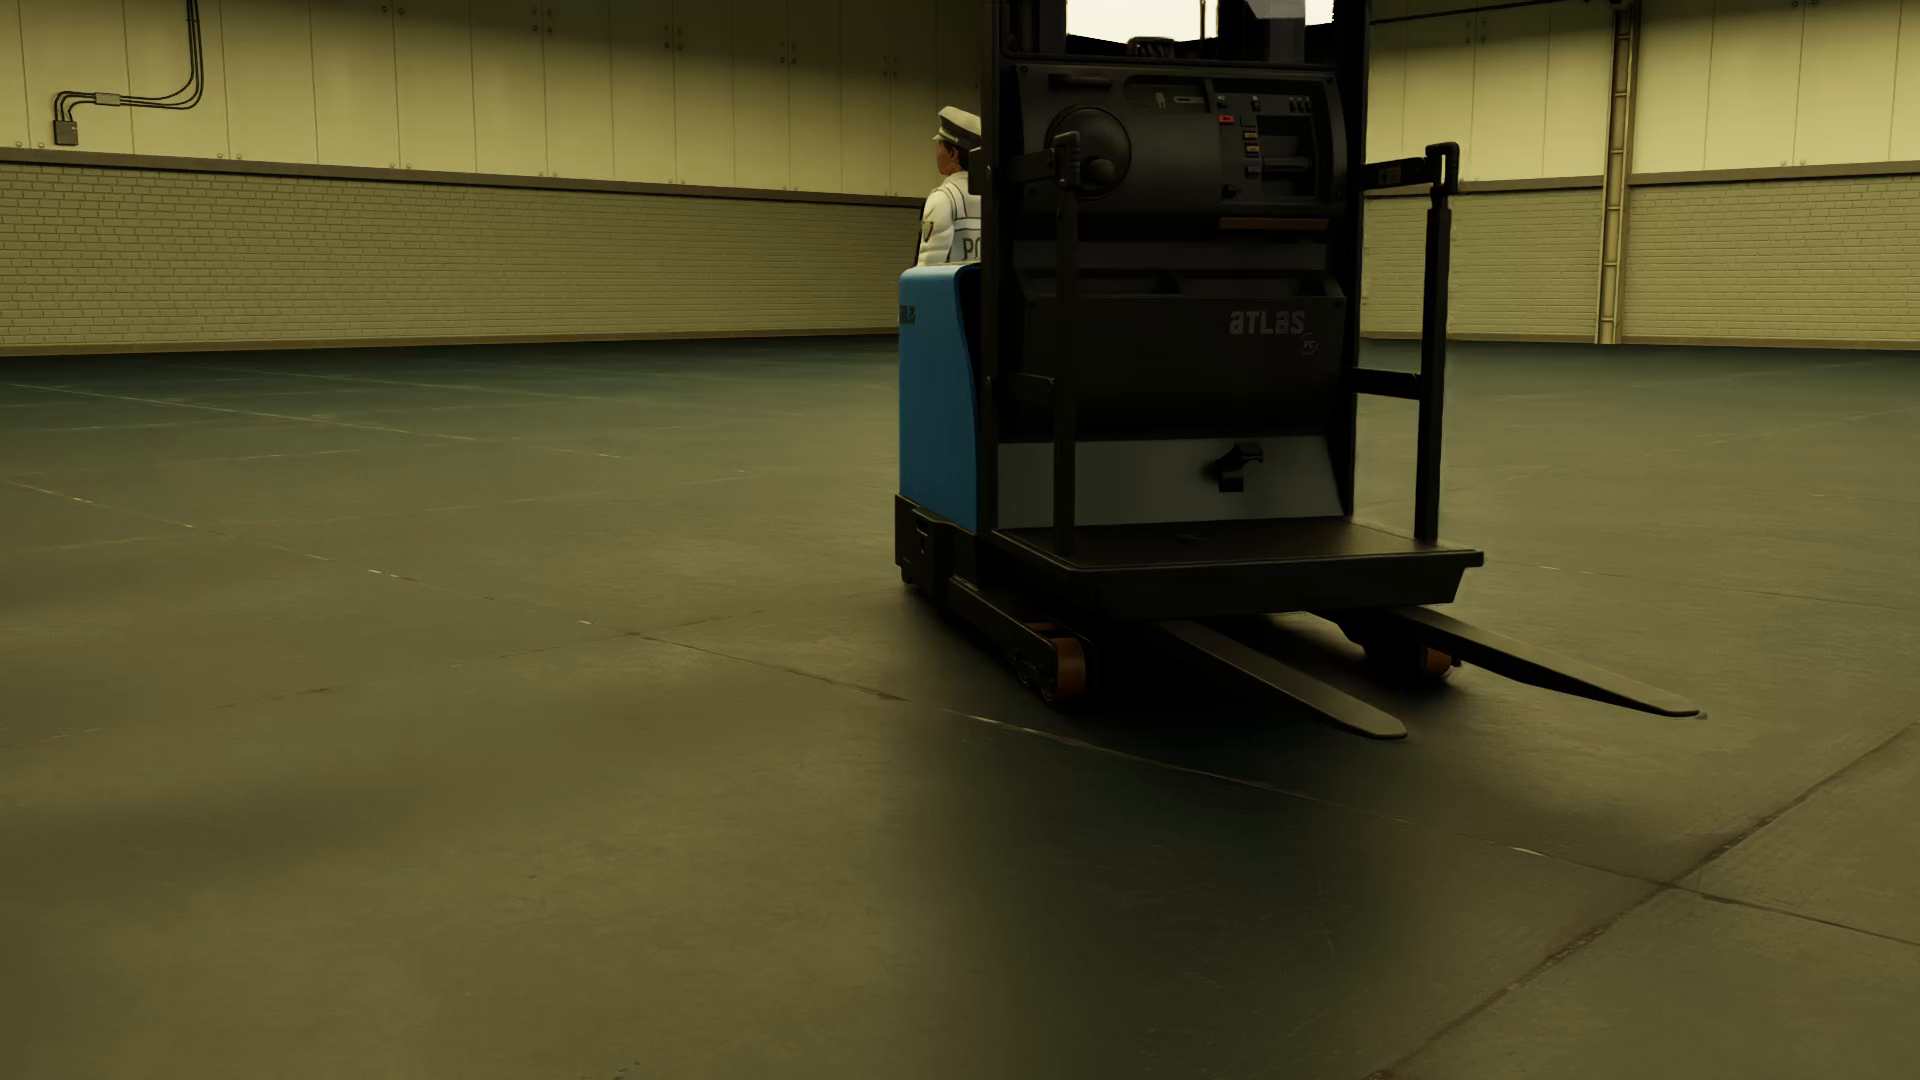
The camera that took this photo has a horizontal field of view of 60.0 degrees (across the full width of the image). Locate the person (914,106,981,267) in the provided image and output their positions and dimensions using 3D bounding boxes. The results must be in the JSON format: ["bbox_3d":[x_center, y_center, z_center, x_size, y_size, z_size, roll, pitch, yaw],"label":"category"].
[{"bbox_3d":[-0.044,-0.852,6.641,0.533,1.697,0.588,8,12,43],"label":"person"}]

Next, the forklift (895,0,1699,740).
[{"bbox_3d":[0.658,-1.113,4.267,1.130,2.935,3.031,-2,9,-15],"label":"forklift"}]
